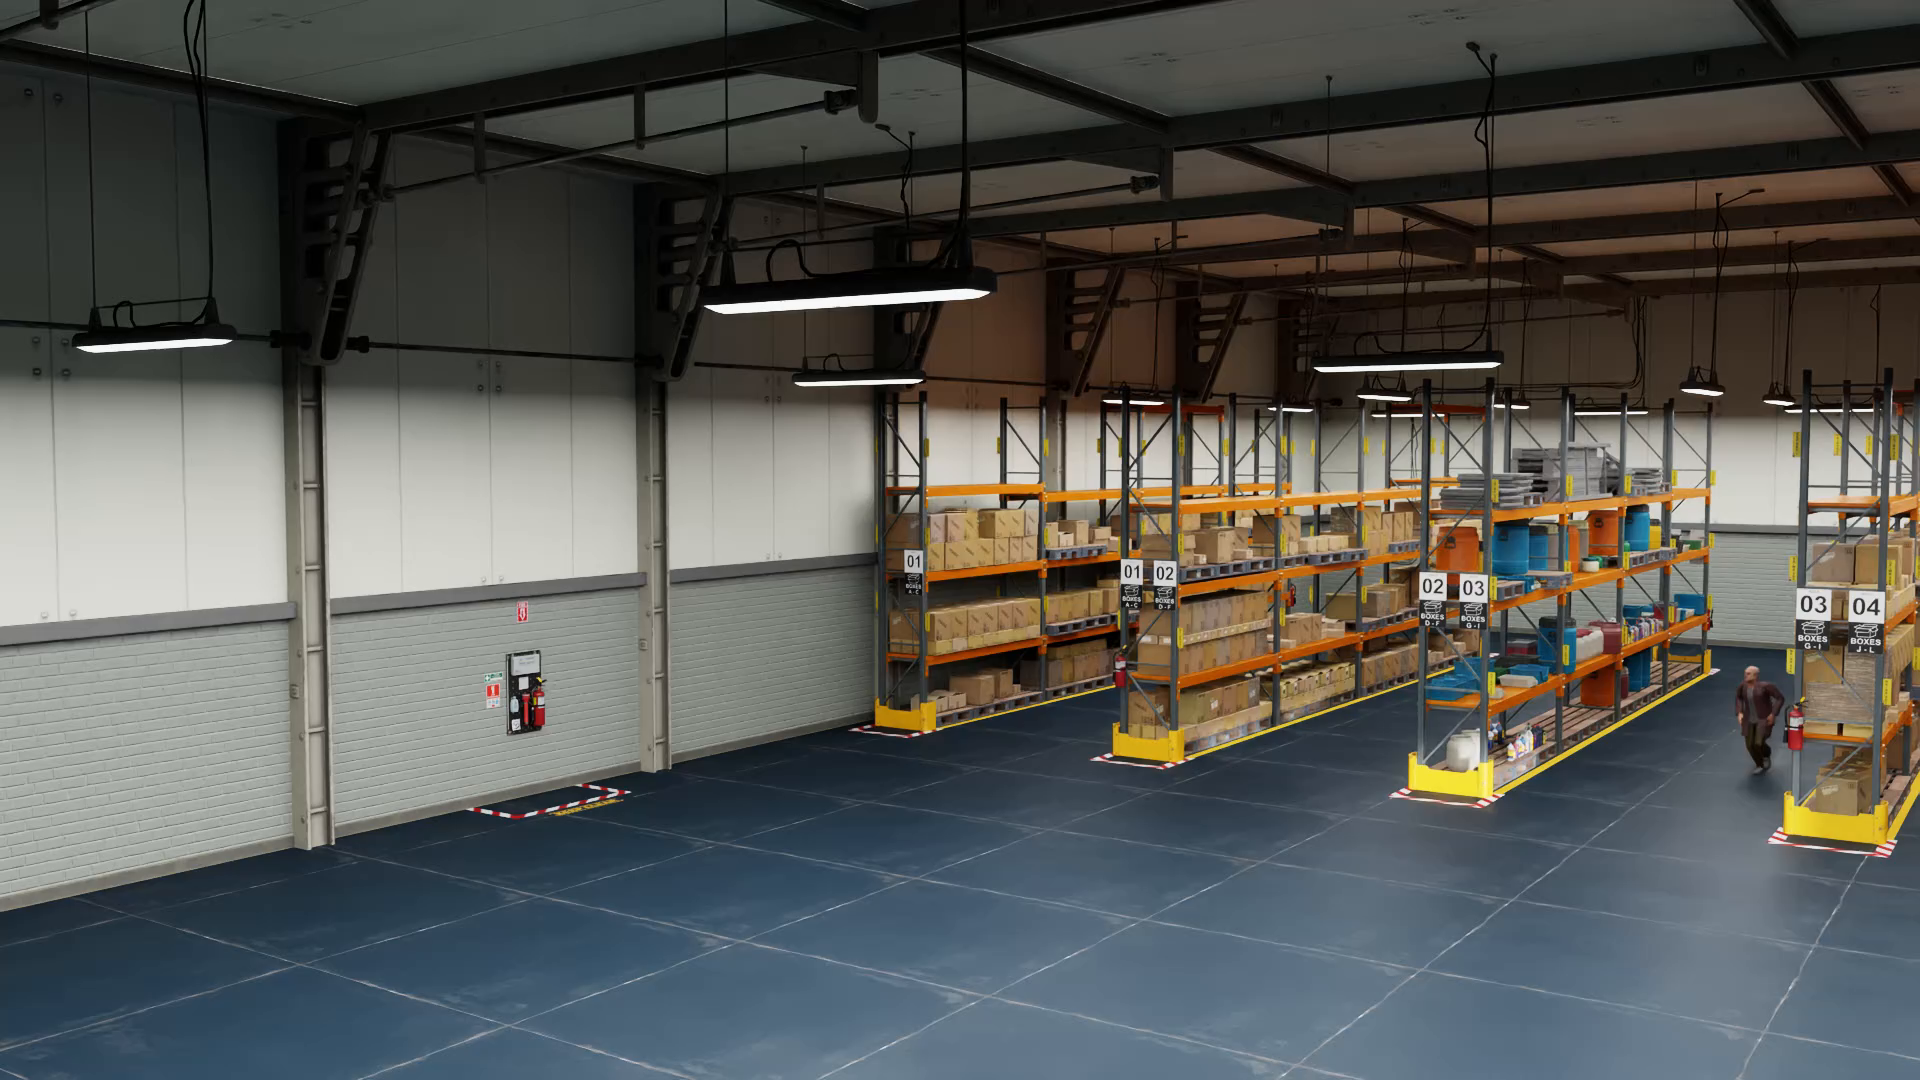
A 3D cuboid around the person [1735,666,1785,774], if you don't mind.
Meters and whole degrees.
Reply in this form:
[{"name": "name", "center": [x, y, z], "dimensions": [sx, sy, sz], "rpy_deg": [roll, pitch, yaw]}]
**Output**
[{"name": "person", "center": [12.253, 2.756, 25.457], "dimensions": [0.631, 1.684, 0.750], "rpy_deg": [-3, 4, -44]}]
